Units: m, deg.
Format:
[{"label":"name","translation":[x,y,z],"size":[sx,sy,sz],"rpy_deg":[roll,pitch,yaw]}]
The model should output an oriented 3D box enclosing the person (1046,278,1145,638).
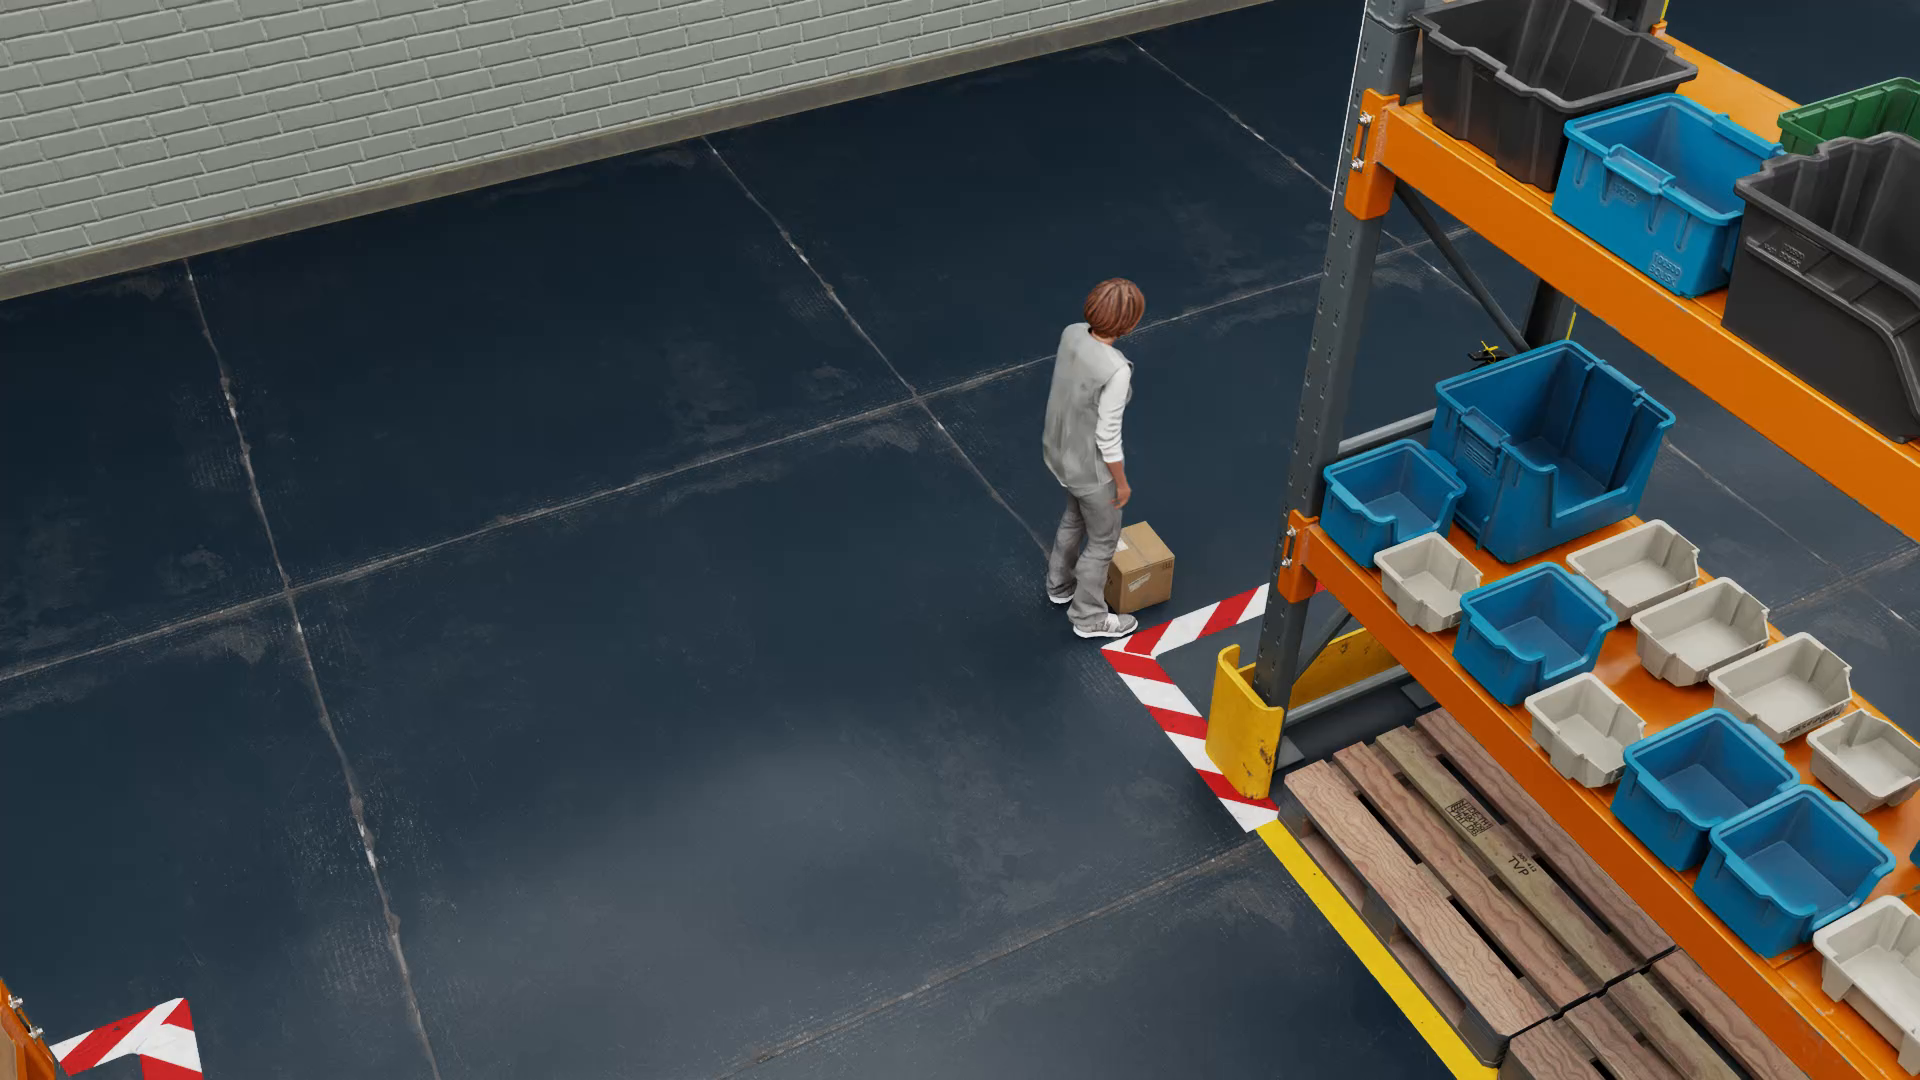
[{"label":"person","translation":[0.528,-0.312,6.516],"size":[0.322,1.591,0.462],"rpy_deg":[-17,44,-18]}]
